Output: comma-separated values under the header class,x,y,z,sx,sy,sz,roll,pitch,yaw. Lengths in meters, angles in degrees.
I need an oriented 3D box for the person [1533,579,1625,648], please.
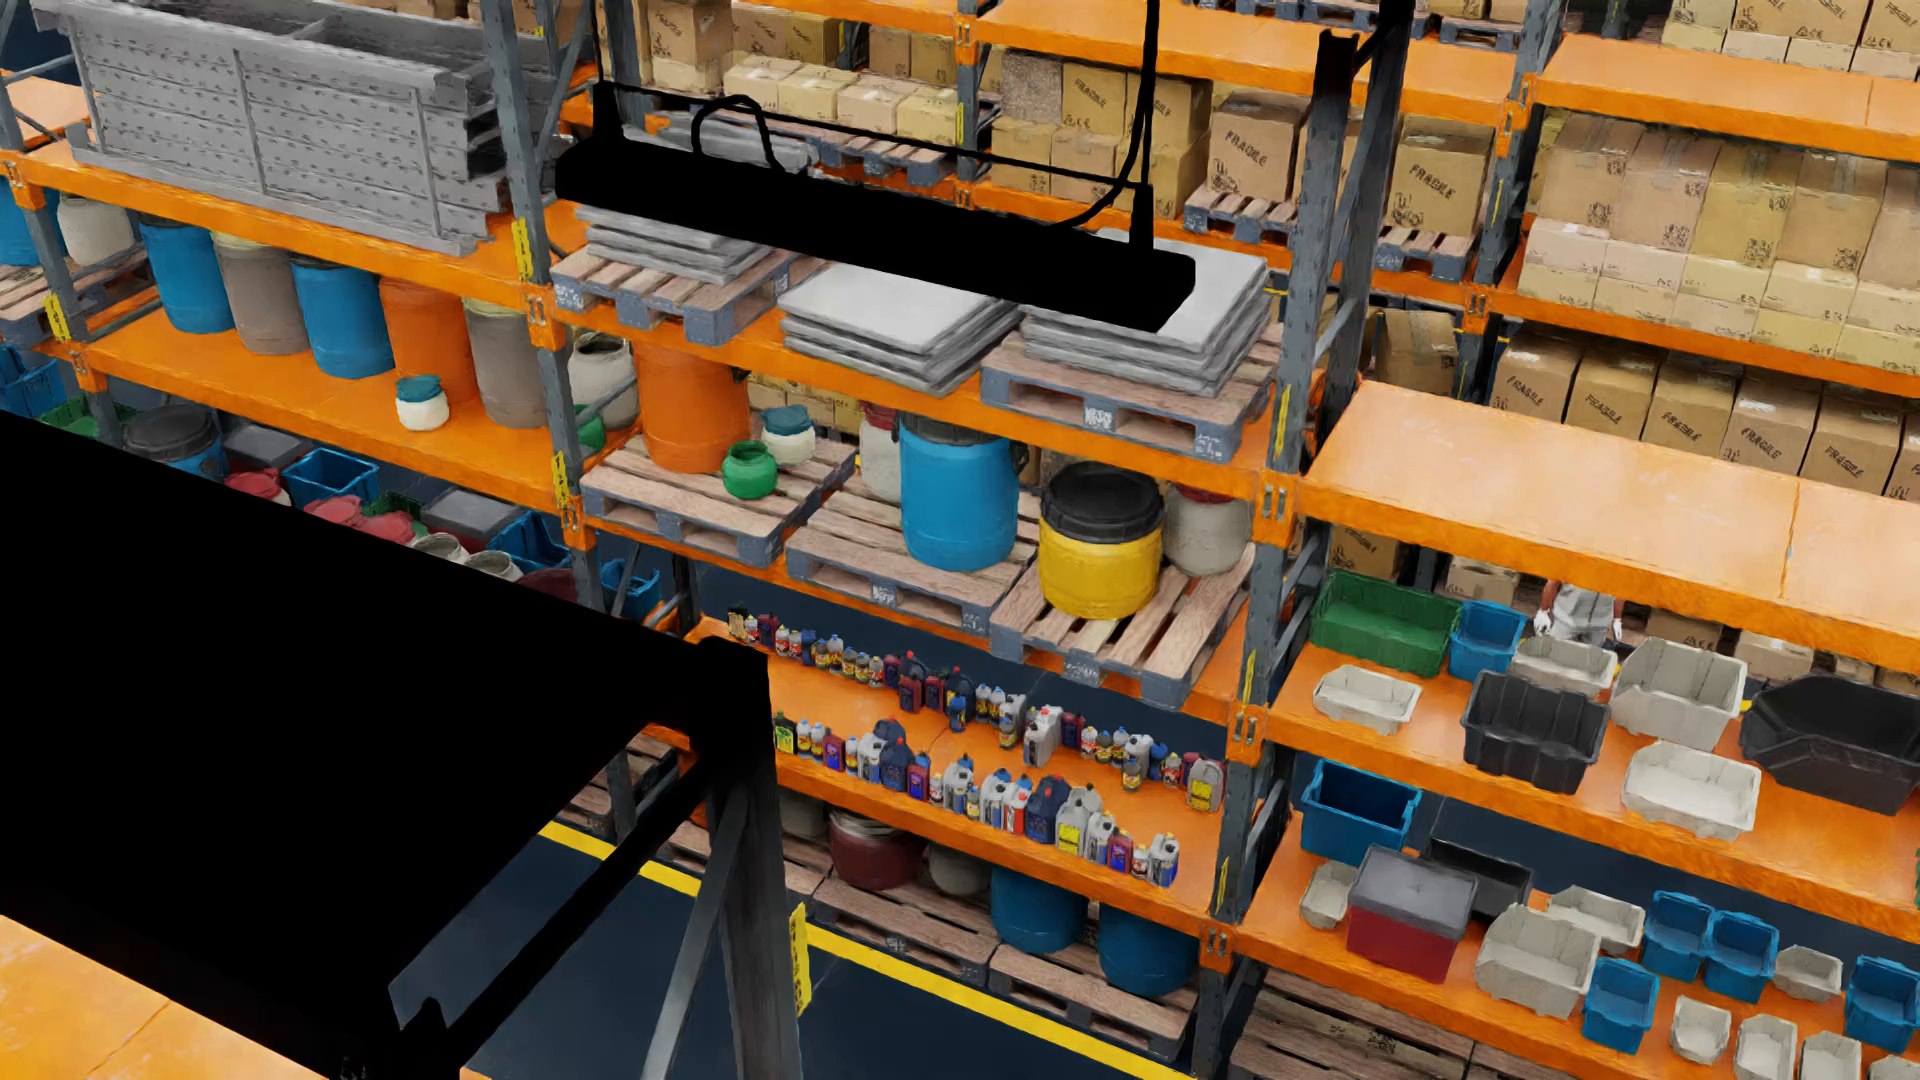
class,x,y,z,sx,sy,sz,roll,pitch,yaw
person,4.295,0.533,11.555,0.598,1.786,0.443,0,35,0
